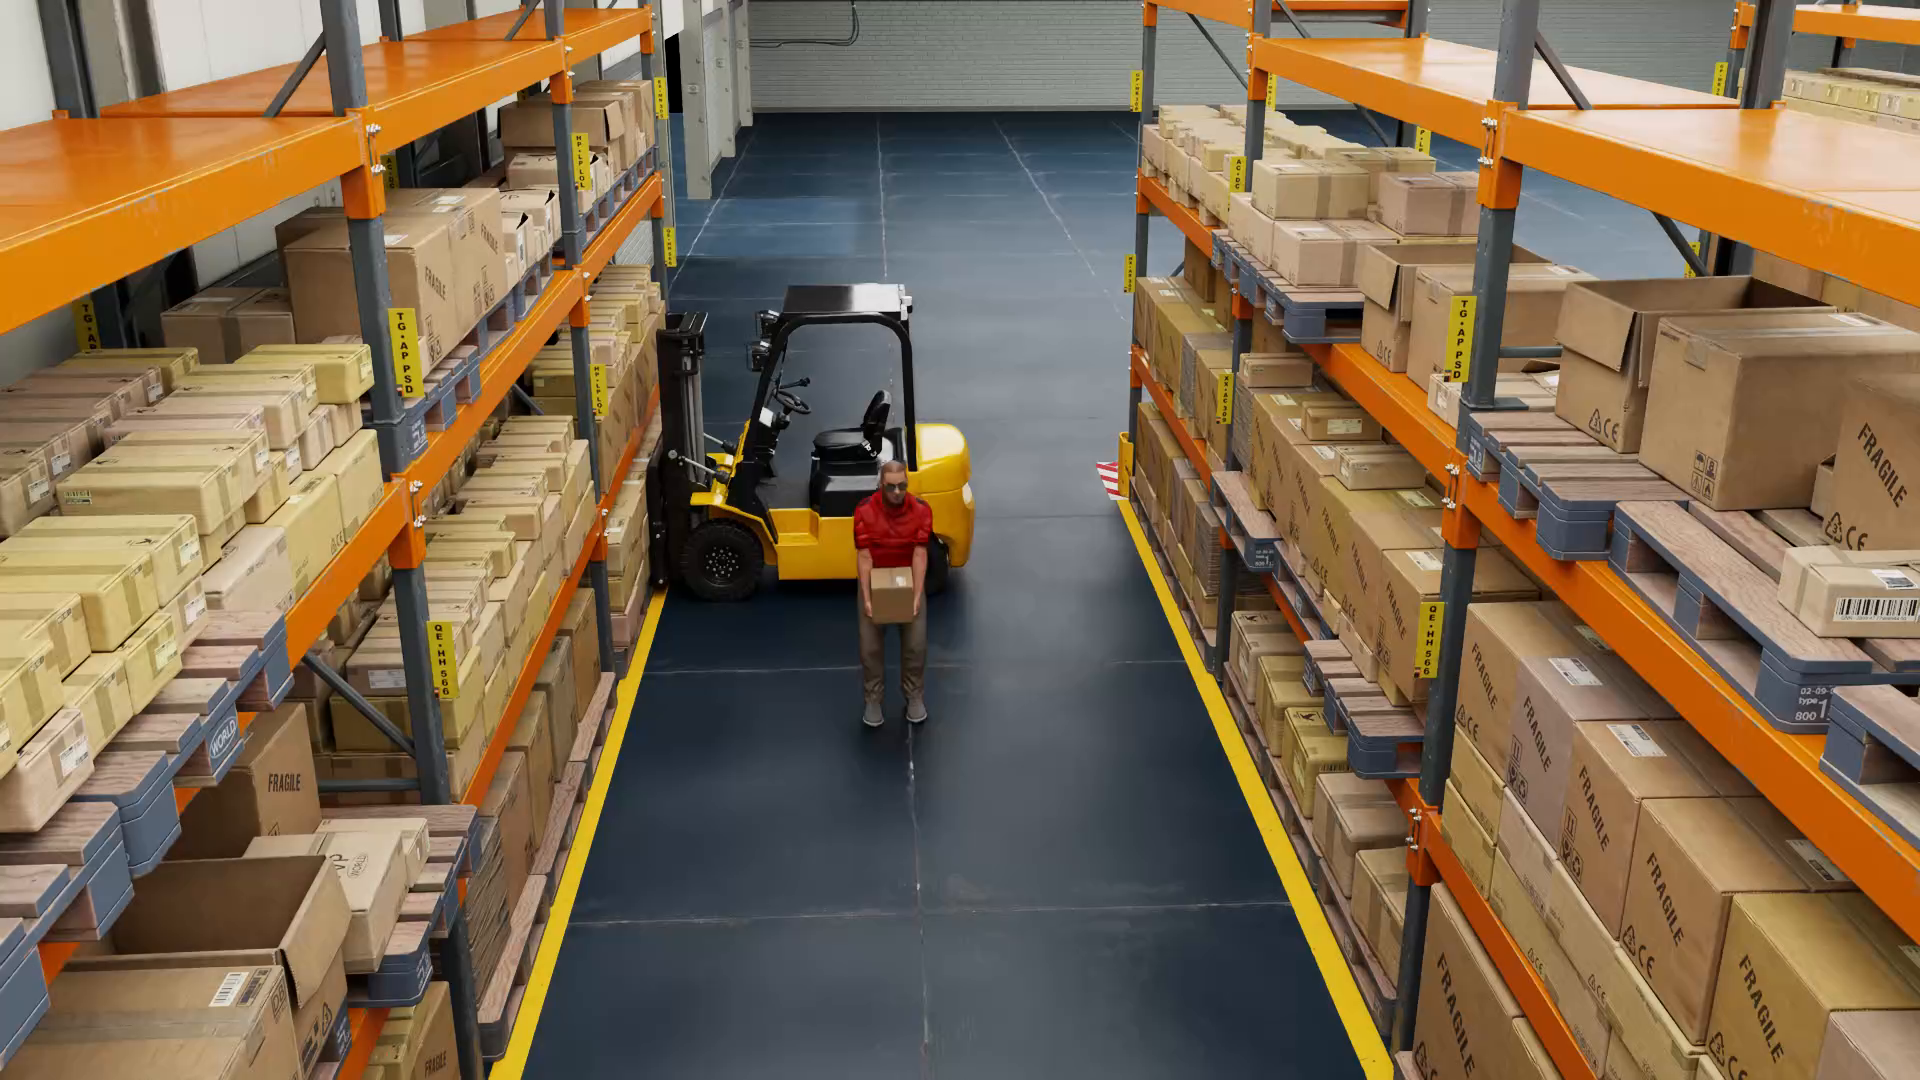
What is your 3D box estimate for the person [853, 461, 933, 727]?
[{"bbox_3d":[-0.406,0.327,10.253,0.485,1.711,0.570,-1,20,-4],"label":"person"}]
